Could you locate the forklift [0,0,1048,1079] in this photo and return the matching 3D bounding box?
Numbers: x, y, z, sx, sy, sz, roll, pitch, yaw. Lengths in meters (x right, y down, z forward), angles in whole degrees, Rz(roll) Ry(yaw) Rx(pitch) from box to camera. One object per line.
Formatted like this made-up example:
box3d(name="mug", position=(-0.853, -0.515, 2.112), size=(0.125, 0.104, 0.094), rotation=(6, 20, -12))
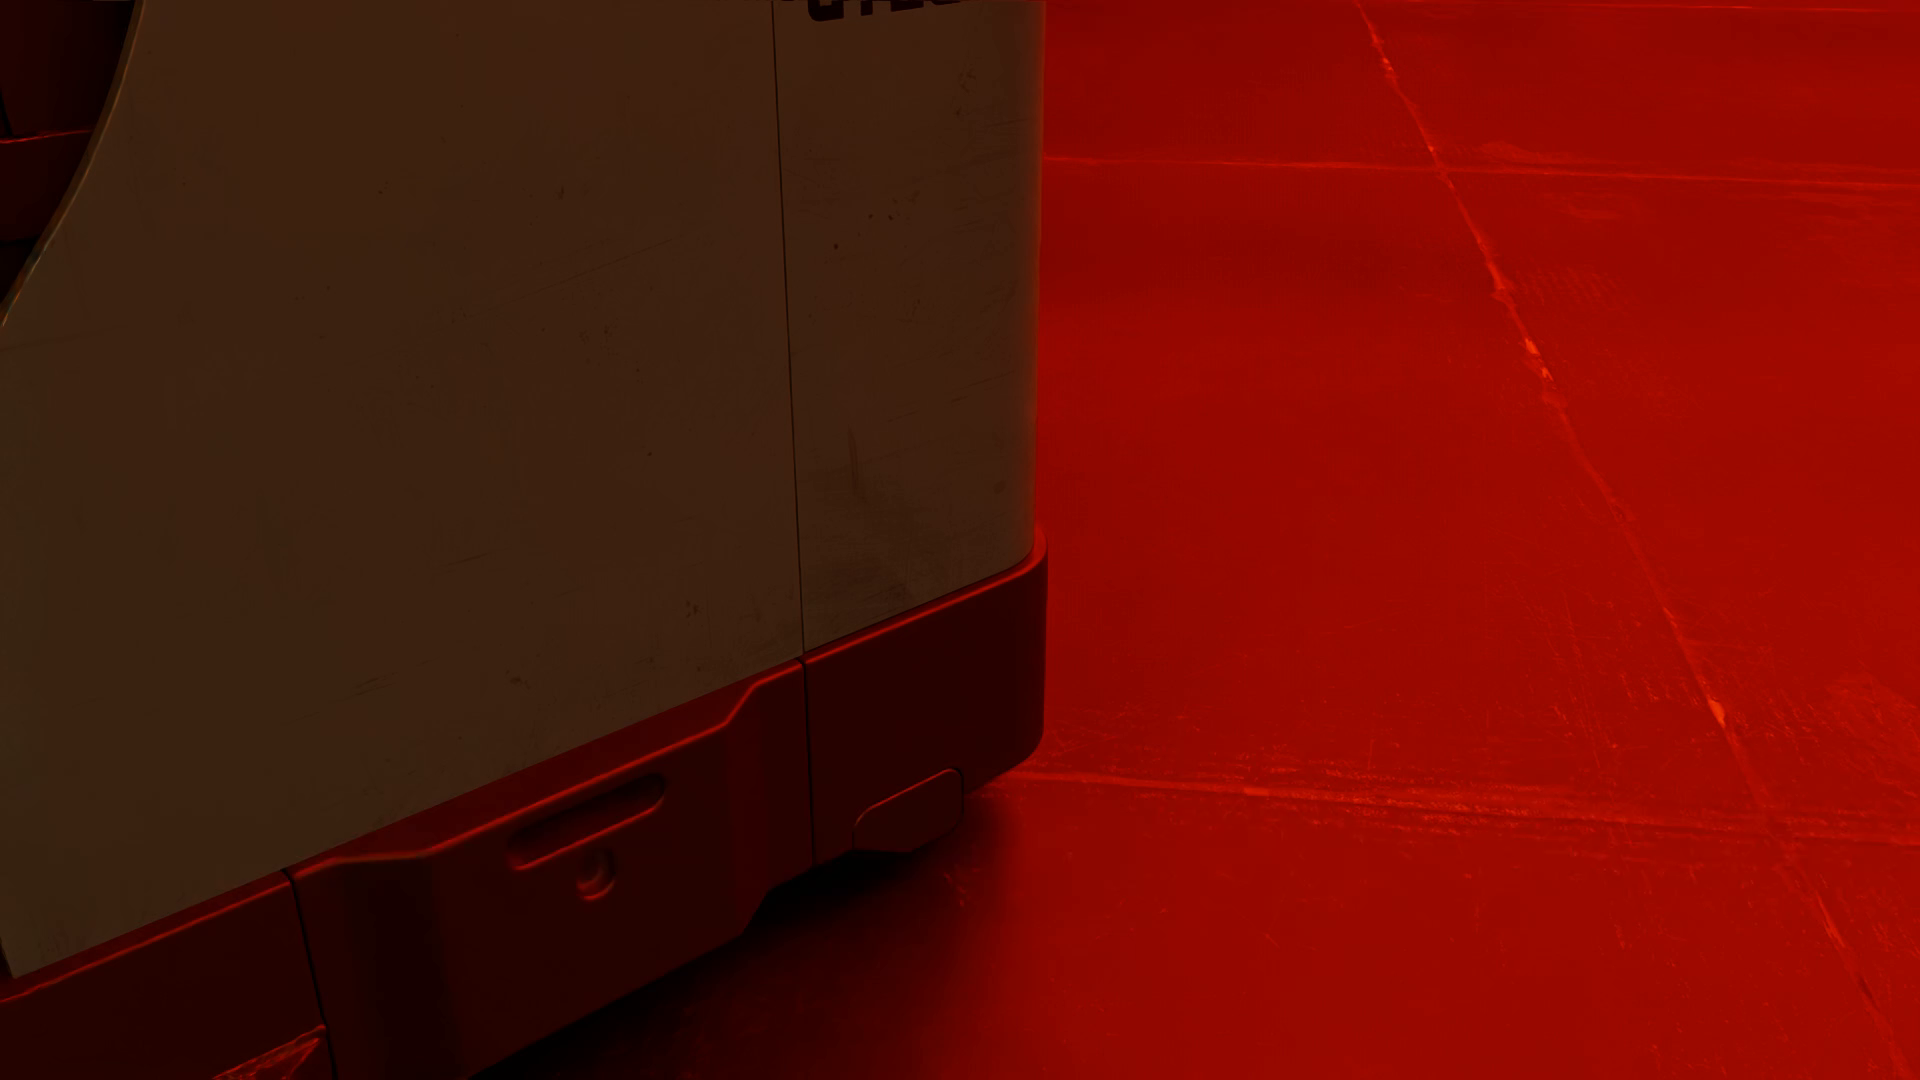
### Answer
box3d(name="forklift", position=(-1.348, -0.760, 0.740), size=(3.031, 2.935, 1.130), rotation=(-21, 33, -36))
